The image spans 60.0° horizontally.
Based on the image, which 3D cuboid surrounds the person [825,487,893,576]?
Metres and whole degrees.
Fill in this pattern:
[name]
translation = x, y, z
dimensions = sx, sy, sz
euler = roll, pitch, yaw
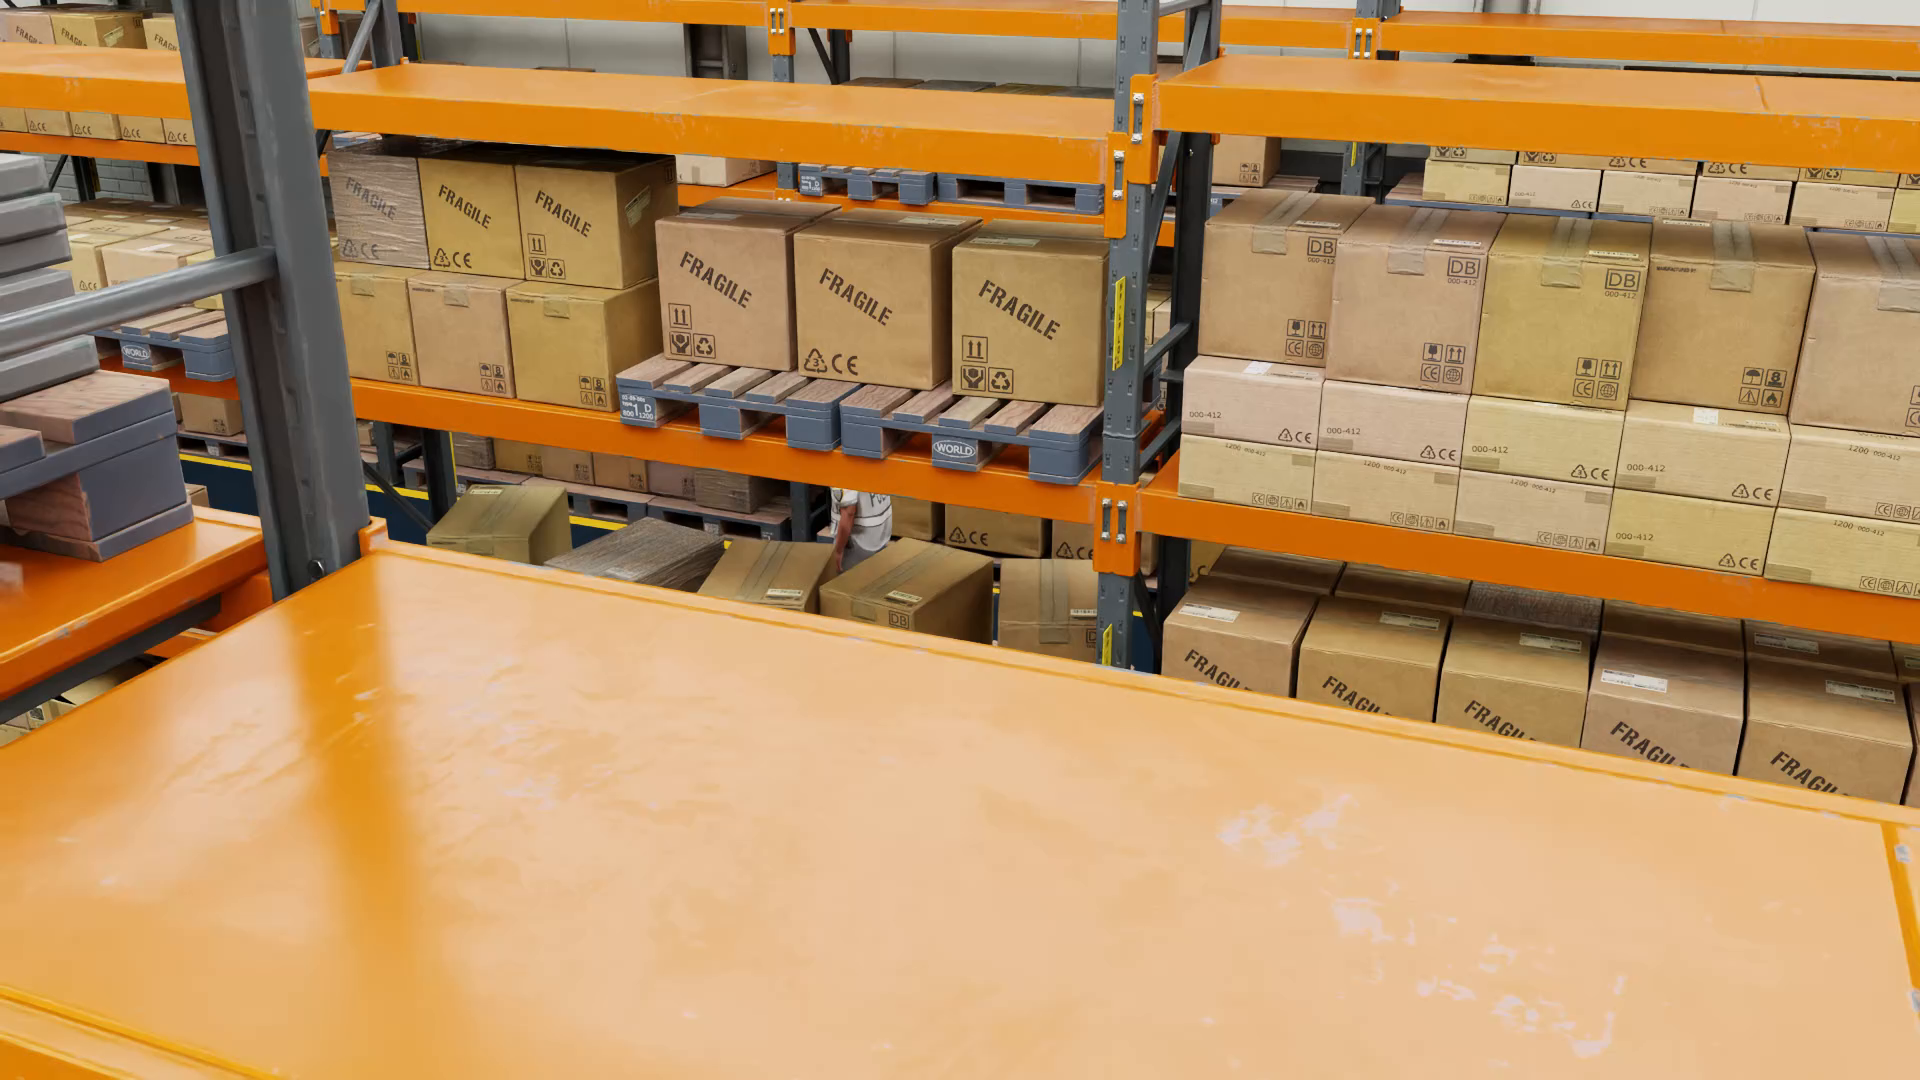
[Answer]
[person]
translation = -0.682, -0.022, 10.976
dimensions = 0.439, 1.747, 0.585
euler = 9, 24, 20
